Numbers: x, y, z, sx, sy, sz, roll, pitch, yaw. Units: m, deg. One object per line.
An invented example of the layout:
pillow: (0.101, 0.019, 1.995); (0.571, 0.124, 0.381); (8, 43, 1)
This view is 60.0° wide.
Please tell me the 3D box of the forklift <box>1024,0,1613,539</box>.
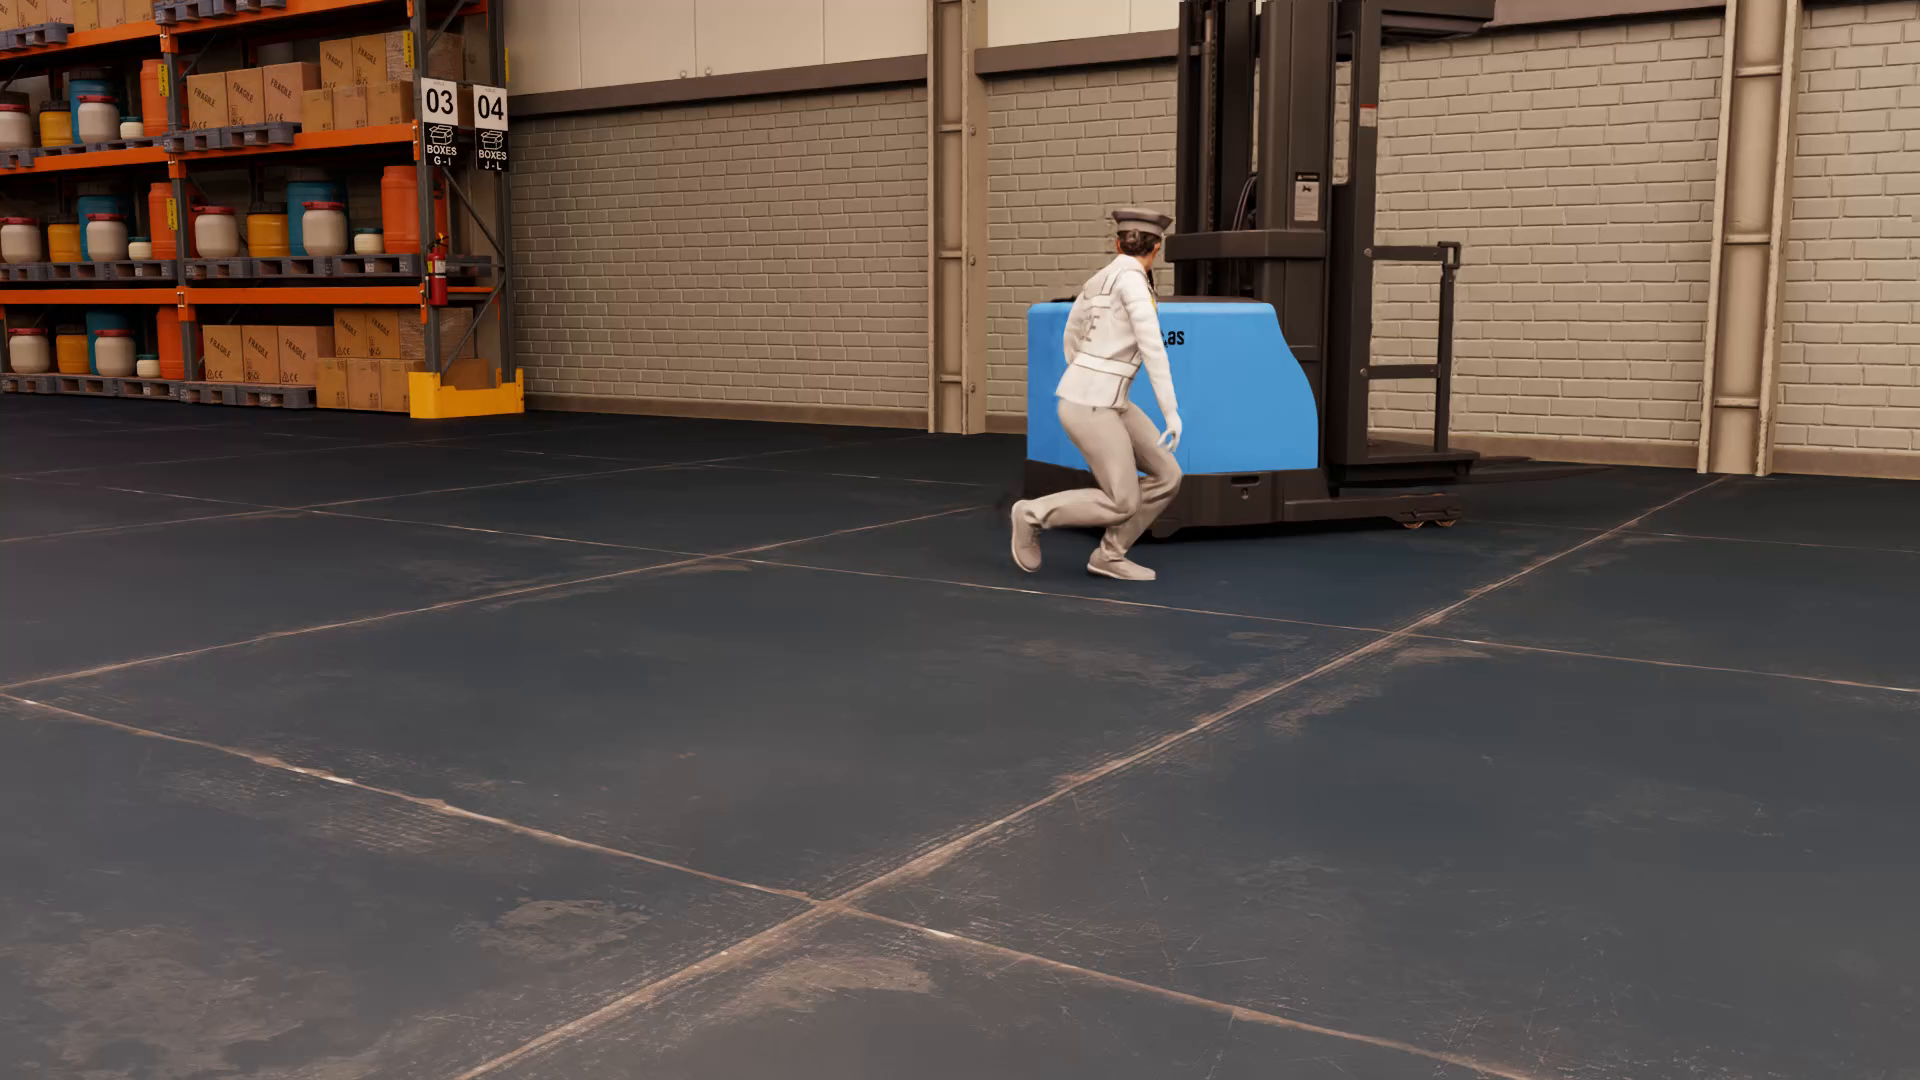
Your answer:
forklift: (1.883, -1.568, 8.216); (3.031, 2.935, 1.130); (-3, 9, -23)

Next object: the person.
person: (0.539, -0.561, 6.516); (0.671, 1.458, 0.628); (1, 8, 7)
